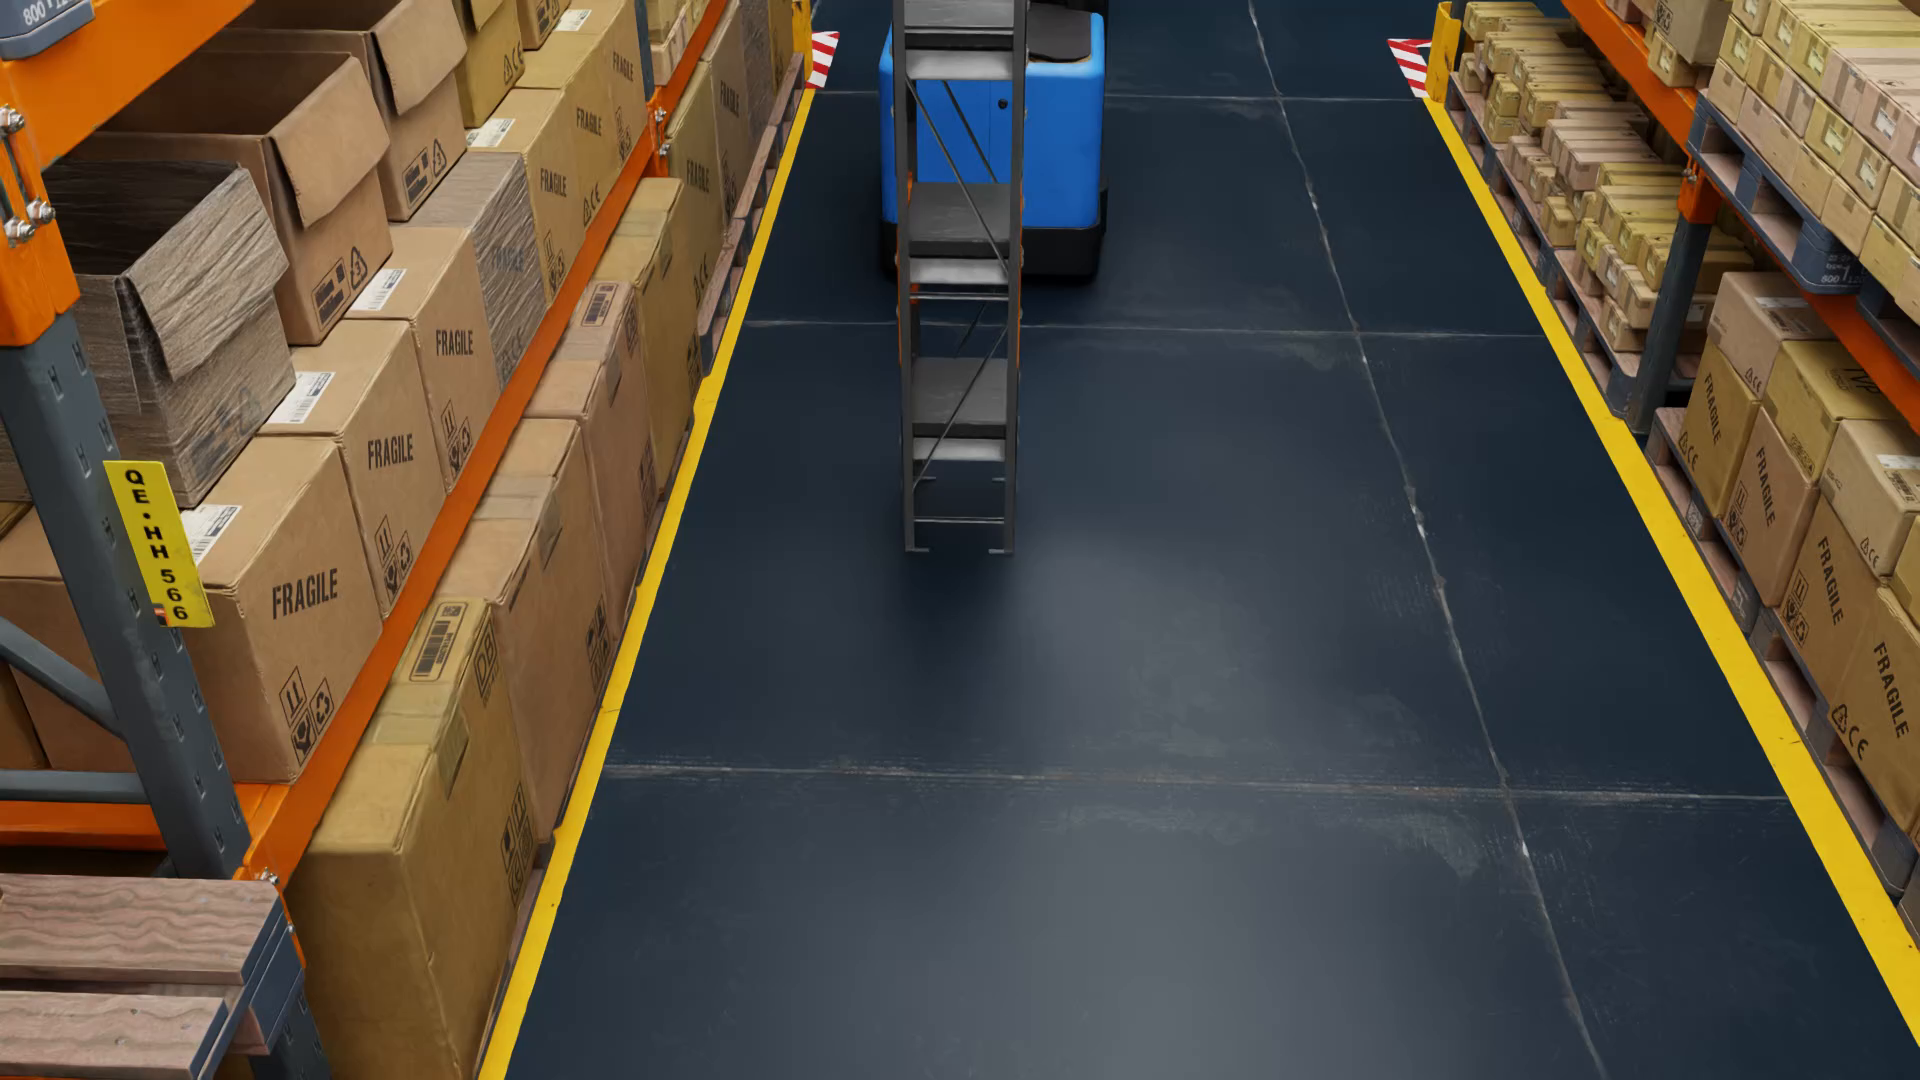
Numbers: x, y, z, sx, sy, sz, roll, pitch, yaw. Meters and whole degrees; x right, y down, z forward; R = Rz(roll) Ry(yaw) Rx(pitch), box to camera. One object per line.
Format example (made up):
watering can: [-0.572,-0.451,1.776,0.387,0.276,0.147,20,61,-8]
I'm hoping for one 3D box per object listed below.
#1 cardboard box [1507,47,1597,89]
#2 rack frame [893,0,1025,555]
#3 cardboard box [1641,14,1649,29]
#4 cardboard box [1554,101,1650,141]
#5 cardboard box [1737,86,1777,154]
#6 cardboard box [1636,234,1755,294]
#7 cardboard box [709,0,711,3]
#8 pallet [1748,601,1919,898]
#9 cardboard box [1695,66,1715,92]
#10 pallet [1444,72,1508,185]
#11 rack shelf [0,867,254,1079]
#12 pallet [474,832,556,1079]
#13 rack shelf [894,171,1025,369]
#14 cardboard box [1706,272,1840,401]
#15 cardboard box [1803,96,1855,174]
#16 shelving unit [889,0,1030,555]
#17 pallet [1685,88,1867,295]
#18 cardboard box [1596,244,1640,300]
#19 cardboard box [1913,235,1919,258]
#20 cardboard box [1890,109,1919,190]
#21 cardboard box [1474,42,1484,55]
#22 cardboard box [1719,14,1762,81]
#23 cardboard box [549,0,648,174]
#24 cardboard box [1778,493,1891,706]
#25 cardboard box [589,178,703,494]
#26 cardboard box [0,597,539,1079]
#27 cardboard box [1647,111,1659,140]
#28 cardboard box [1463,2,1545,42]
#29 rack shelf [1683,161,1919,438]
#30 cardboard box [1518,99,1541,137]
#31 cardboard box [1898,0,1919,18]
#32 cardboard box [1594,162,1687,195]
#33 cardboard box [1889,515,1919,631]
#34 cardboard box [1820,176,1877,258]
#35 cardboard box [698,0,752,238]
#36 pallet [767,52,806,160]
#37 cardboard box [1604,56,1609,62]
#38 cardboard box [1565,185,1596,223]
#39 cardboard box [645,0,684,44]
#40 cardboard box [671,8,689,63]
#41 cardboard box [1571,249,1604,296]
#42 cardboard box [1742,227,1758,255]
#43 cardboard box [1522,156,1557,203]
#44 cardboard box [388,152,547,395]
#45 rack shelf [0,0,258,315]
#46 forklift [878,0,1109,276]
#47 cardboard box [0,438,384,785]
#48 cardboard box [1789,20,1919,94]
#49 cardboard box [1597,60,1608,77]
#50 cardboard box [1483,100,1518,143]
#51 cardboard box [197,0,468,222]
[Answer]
cardboard box: [3.119,-2.487,8.776,0.380,0.149,0.250,0,35,0]
rack frame: [-0.003,-0.814,5.582,0.400,2.100,0.015,1,35,2]
cardboard box: [3.104,-2.196,6.985,0.380,0.149,0.250,0,35,1]
cardboard box: [3.128,-2.031,8.128,0.380,0.149,0.250,1,35,2]
cardboard box: [2.795,-1.374,5.450,0.380,0.149,0.250,2,35,3]
cardboard box: [3.030,-1.139,6.859,0.380,0.149,0.250,2,35,3]
cardboard box: [-1.293,-2.513,7.435,0.380,0.149,0.250,1,35,1]
pallet: [3.199,0.611,5.197,1.003,0.211,1.213,1,35,2]
cardboard box: [3.053,-1.747,6.345,0.380,0.149,0.250,1,35,1]
pallet: [3.365,-2.328,9.379,1.003,0.211,1.213,1,35,2]
rack shelf: [-1.917,1.889,1.580,1.077,0.370,4.000,1,35,2]
pallet: [-1.730,1.135,4.452,1.003,0.211,1.213,1,35,2]
rack shelf: [0.007,-0.943,5.789,0.431,0.518,0.480,1,35,2]
cardboard box: [2.982,-0.718,5.819,0.500,0.250,0.500,0,35,0]
cardboard box: [2.772,-1.209,4.956,0.380,0.149,0.250,0,35,0]
shelving unit: [0.007,-0.954,5.782,0.431,2.100,0.503,1,35,2]
pallet: [3.099,-1.166,5.467,1.003,0.211,1.213,1,35,2]
cardboard box: [2.969,-1.151,7.135,0.380,0.149,0.250,0,35,0]
cardboard box: [2.739,-0.757,4.312,0.380,0.149,0.250,1,35,1]
cardboard box: [2.749,-1.034,4.449,0.380,0.149,0.250,3,35,4]
cardboard box: [3.159,-2.810,9.496,0.380,0.149,0.250,3,35,4]
cardboard box: [2.800,-1.655,5.591,0.380,0.149,0.250,2,35,3]
cardboard box: [-1.422,-1.619,5.858,0.500,0.500,0.500,1,35,2]
cardboard box: [2.954,0.194,5.173,0.500,0.500,0.500,2,35,3]
cardboard box: [-1.682,-0.787,6.244,1.225,0.875,0.875,1,35,2]
cardboard box: [-1.788,0.747,4.061,1.225,0.875,0.875,0,35,0]
cardboard box: [3.585,-2.019,8.112,0.380,0.149,0.250,1,35,2]
cardboard box: [3.076,-2.934,9.413,0.380,0.149,0.250,0,35,0]
rack shelf: [3.195,-0.237,4.604,1.077,0.370,4.000,1,35,2]
cardboard box: [3.135,-2.212,8.644,0.380,0.149,0.250,0,35,0]
cardboard box: [3.547,-2.122,6.314,0.500,0.500,0.500,1,35,1]
cardboard box: [3.092,-1.578,7.483,0.380,0.149,0.250,2,35,3]
cardboard box: [2.926,0.181,4.540,0.500,0.250,0.500,2,35,3]
cardboard box: [2.760,-0.940,4.832,0.380,0.149,0.250,0,35,0]
cardboard box: [-1.534,-2.050,8.041,0.875,0.875,0.875,1,35,2]
pallet: [-1.470,-2.549,9.693,1.003,0.211,1.213,1,35,2]
cardboard box: [3.717,-2.622,8.969,0.380,0.149,0.250,1,35,1]
cardboard box: [3.061,-1.594,7.765,0.380,0.149,0.250,2,35,3]
cardboard box: [-1.396,-2.177,6.611,0.500,0.250,0.500,1,35,1]
cardboard box: [-1.322,-2.063,6.796,0.380,0.149,0.250,0,35,0]
cardboard box: [2.991,-1.220,7.491,0.380,0.149,0.250,0,35,0]
cardboard box: [3.567,-1.279,7.058,0.380,0.149,0.250,3,35,4]
cardboard box: [3.047,-1.801,8.318,0.380,0.149,0.250,1,35,2]
cardboard box: [-1.488,-0.747,4.617,0.500,0.500,0.500,1,35,2]
rack shelf: [-1.757,-1.637,3.987,1.077,0.370,4.000,1,35,2]
forklift: [0.229,-3.283,8.372,1.130,2.935,3.031,2,35,3]
cardboard box: [-1.546,0.131,3.367,0.500,0.500,0.500,2,35,3]
cardboard box: [2.782,-1.469,5.068,0.380,0.149,0.250,2,35,2]
cardboard box: [3.681,-2.497,9.050,0.380,0.149,0.250,0,35,0]
cardboard box: [3.044,-2.251,8.958,0.380,0.149,0.250,2,35,2]
cardboard box: [-1.742,-1.186,4.369,0.797,0.503,0.637,2,35,3]
